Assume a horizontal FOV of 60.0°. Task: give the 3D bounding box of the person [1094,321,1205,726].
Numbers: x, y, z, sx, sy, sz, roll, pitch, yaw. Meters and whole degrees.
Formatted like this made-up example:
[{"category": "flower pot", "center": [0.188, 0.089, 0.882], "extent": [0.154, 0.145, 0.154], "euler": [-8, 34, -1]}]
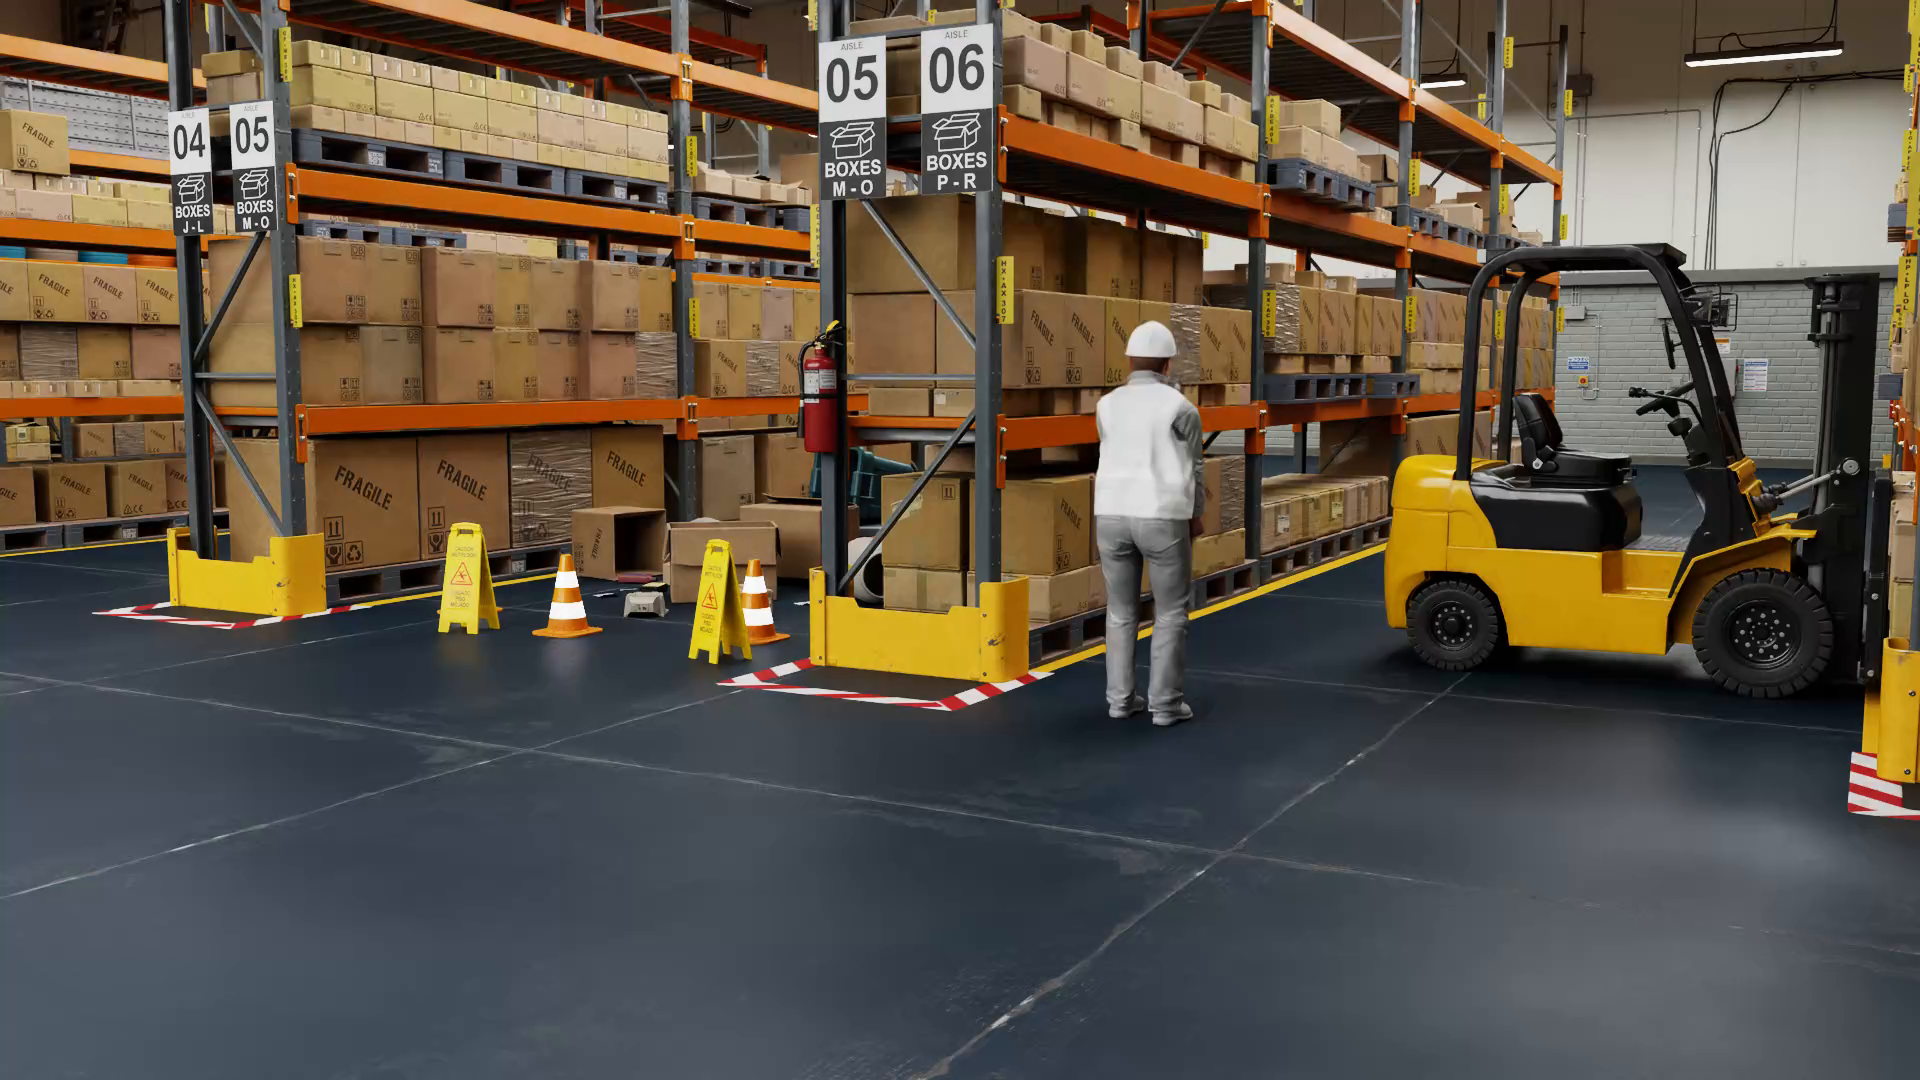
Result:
[{"category": "person", "center": [0.842, -0.087, 7.408], "extent": [0.487, 1.765, 0.576], "euler": [3, 7, 27]}]
